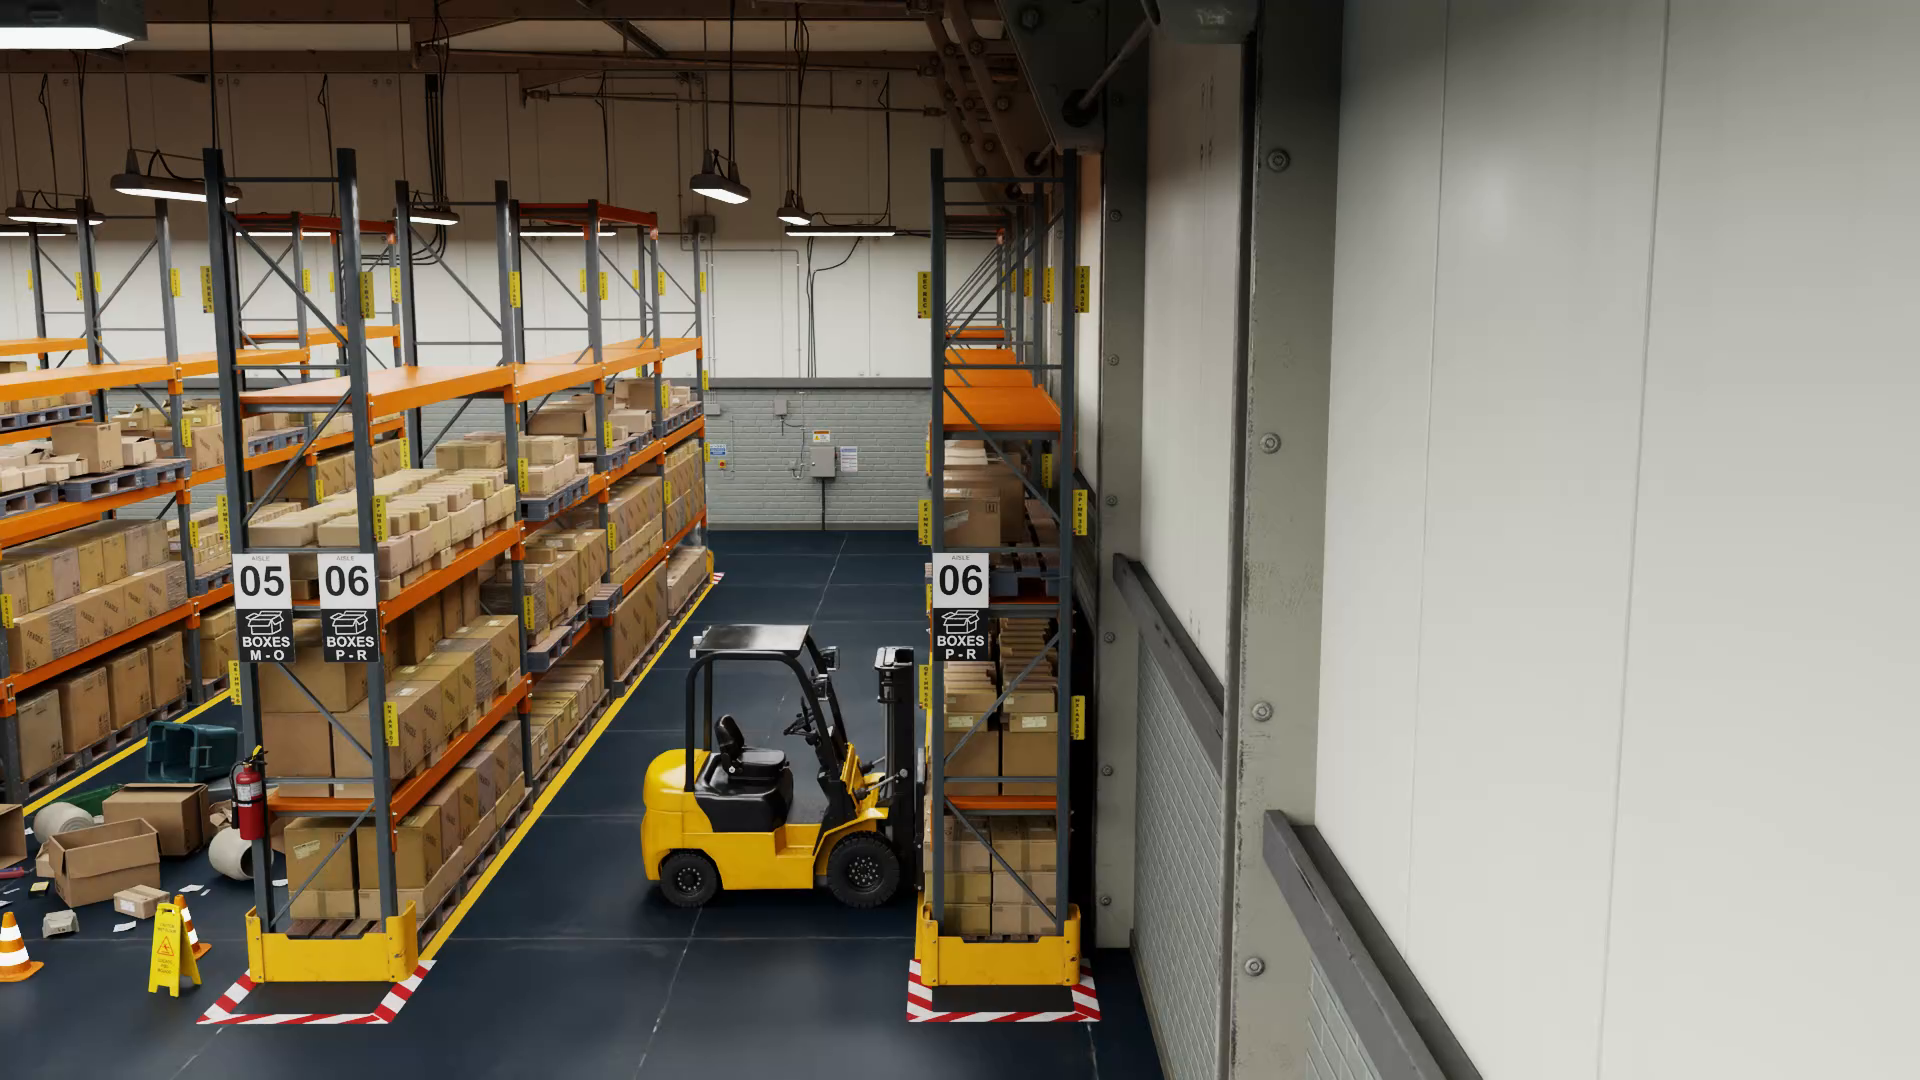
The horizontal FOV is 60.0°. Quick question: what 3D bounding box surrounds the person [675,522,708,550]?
[{"bbox_3d":[-4.914,-0.407,29.318,1.034,1.725,0.760,7,11,35],"label":"person"}]
